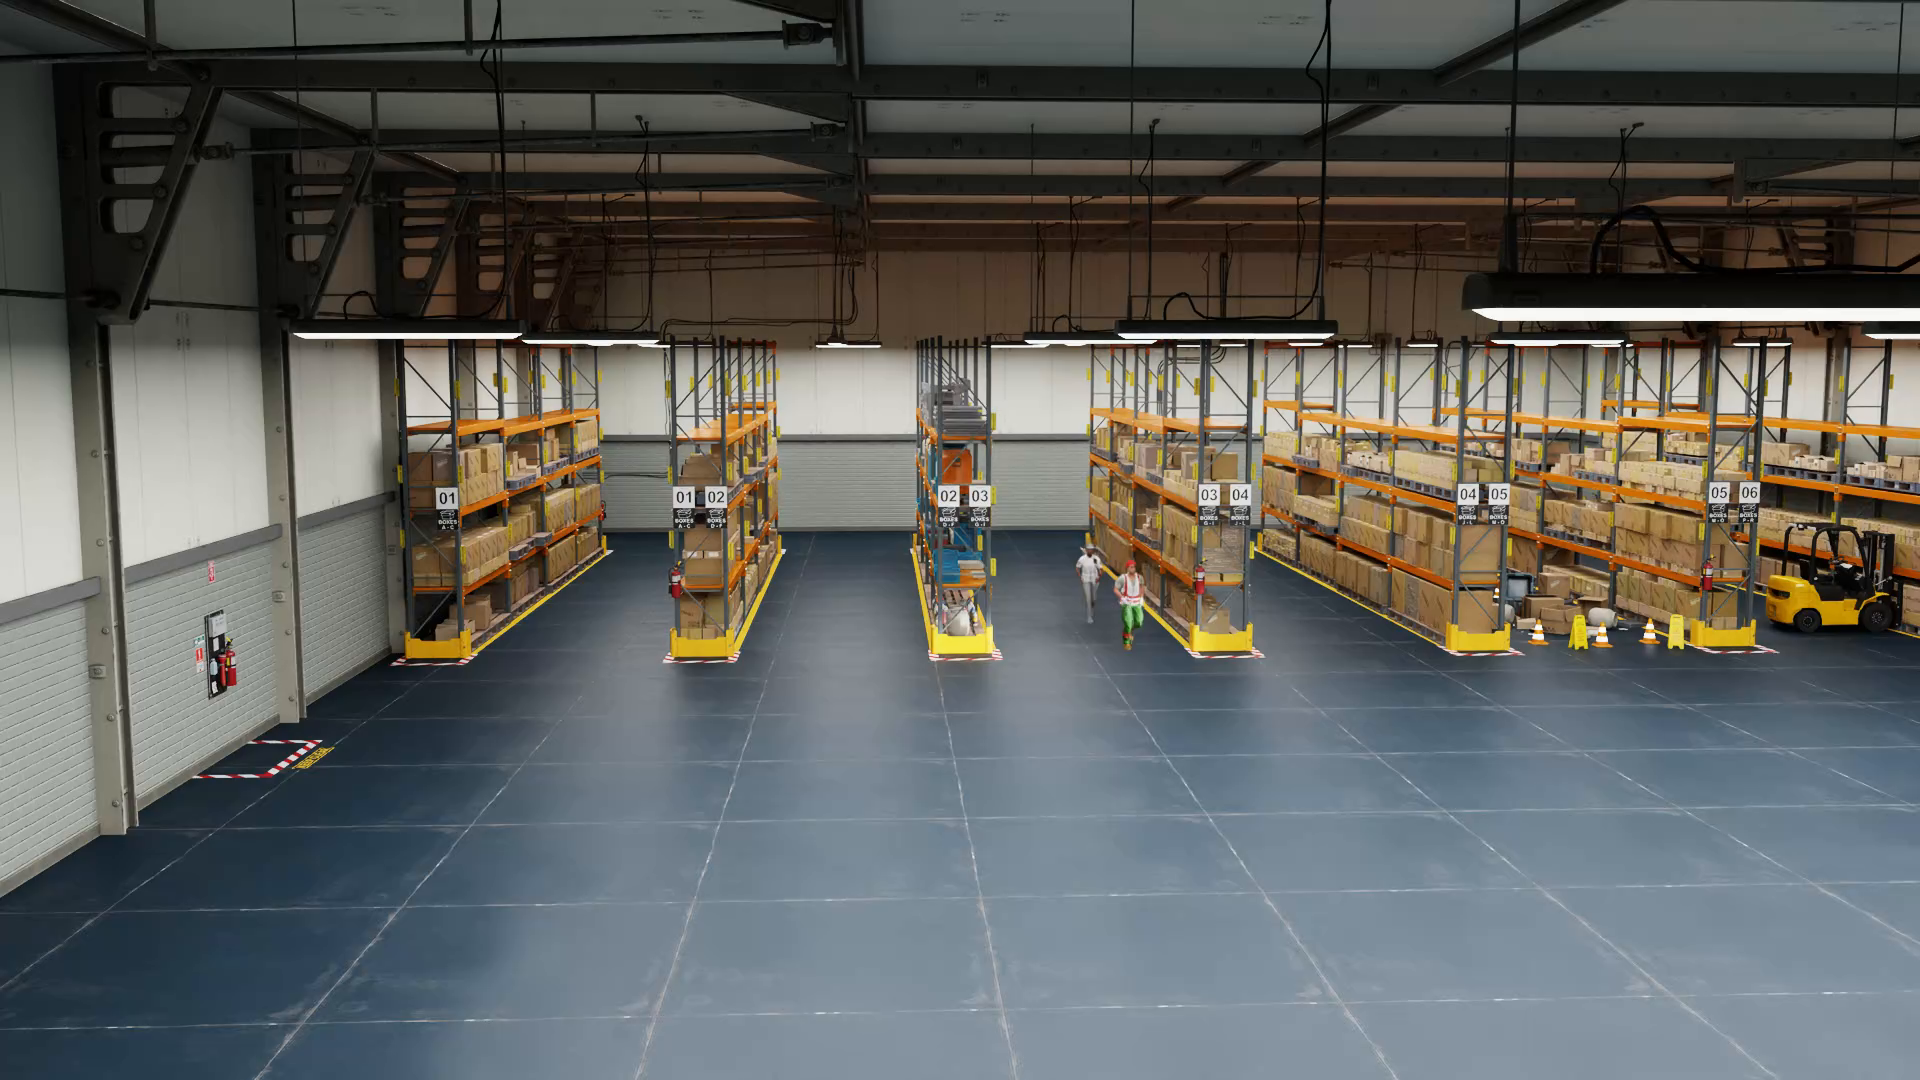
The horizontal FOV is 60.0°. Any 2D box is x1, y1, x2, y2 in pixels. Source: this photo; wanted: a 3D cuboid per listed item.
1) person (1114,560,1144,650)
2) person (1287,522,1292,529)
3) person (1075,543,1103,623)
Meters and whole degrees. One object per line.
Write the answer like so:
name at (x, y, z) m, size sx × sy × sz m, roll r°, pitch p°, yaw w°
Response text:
person at (3.283, 1.245, 31.968) m, size 0.663 × 1.744 × 0.627 m, roll -2°, pitch 7°, yaw -16°
person at (9.868, -0.692, 48.965) m, size 0.590 × 1.726 × 0.716 m, roll 6°, pitch 9°, yaw 40°
person at (2.753, 0.886, 35.369) m, size 0.590 × 1.683 × 0.721 m, roll 0°, pitch 6°, yaw -3°
